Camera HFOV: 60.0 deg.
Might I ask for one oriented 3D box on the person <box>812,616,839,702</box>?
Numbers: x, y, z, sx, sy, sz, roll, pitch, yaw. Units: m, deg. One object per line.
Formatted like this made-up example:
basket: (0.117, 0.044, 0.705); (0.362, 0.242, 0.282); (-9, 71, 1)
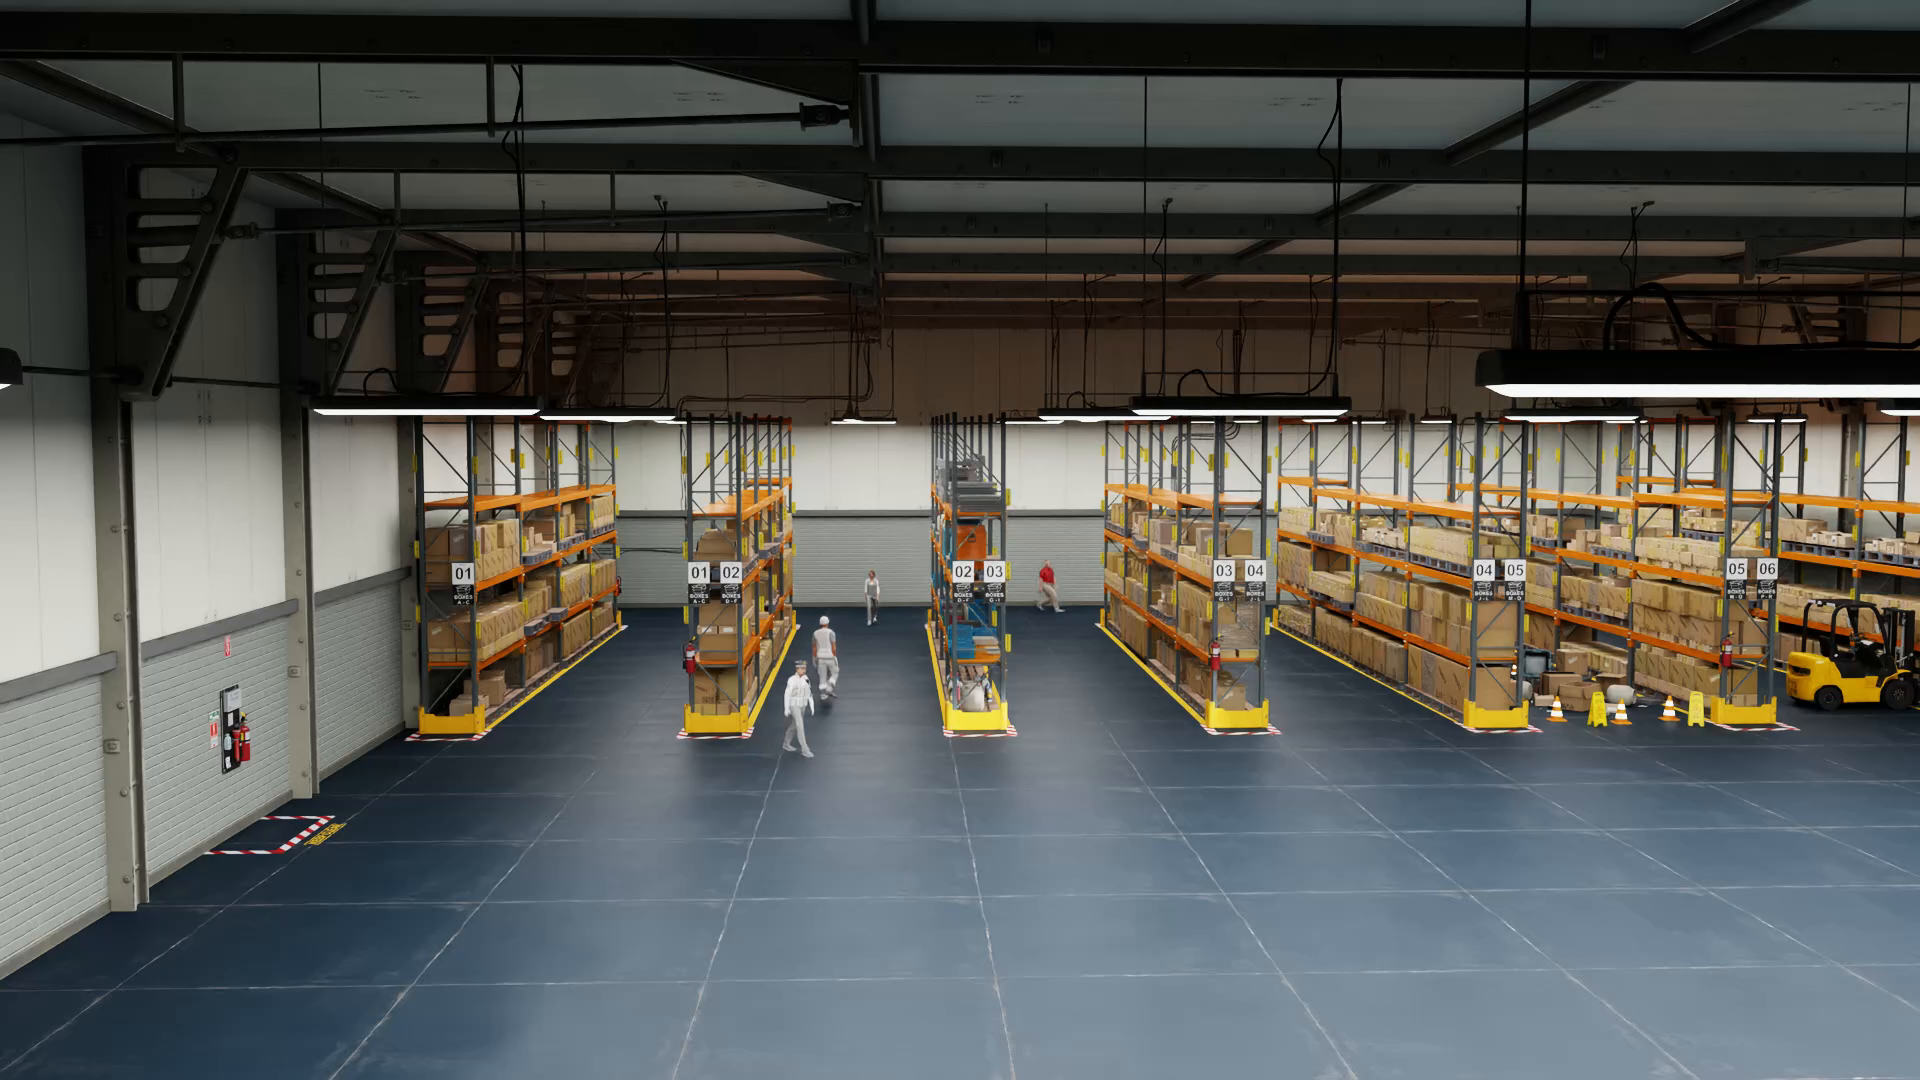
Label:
person: (-2.808, 2.472, 34.579); (0.574, 1.780, 0.485); (1, 4, 12)

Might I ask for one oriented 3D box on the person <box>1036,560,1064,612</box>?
person: (2.777, 1.415, 51.380); (1.060, 1.612, 0.515); (2, 5, 32)

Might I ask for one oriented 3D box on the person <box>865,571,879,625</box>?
person: (-2.553, 1.650, 48.166); (0.424, 1.531, 0.972); (0, 4, -2)

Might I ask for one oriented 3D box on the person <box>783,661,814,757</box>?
person: (-2.788, 2.910, 28.993); (0.907, 1.625, 0.496); (3, 5, 34)
